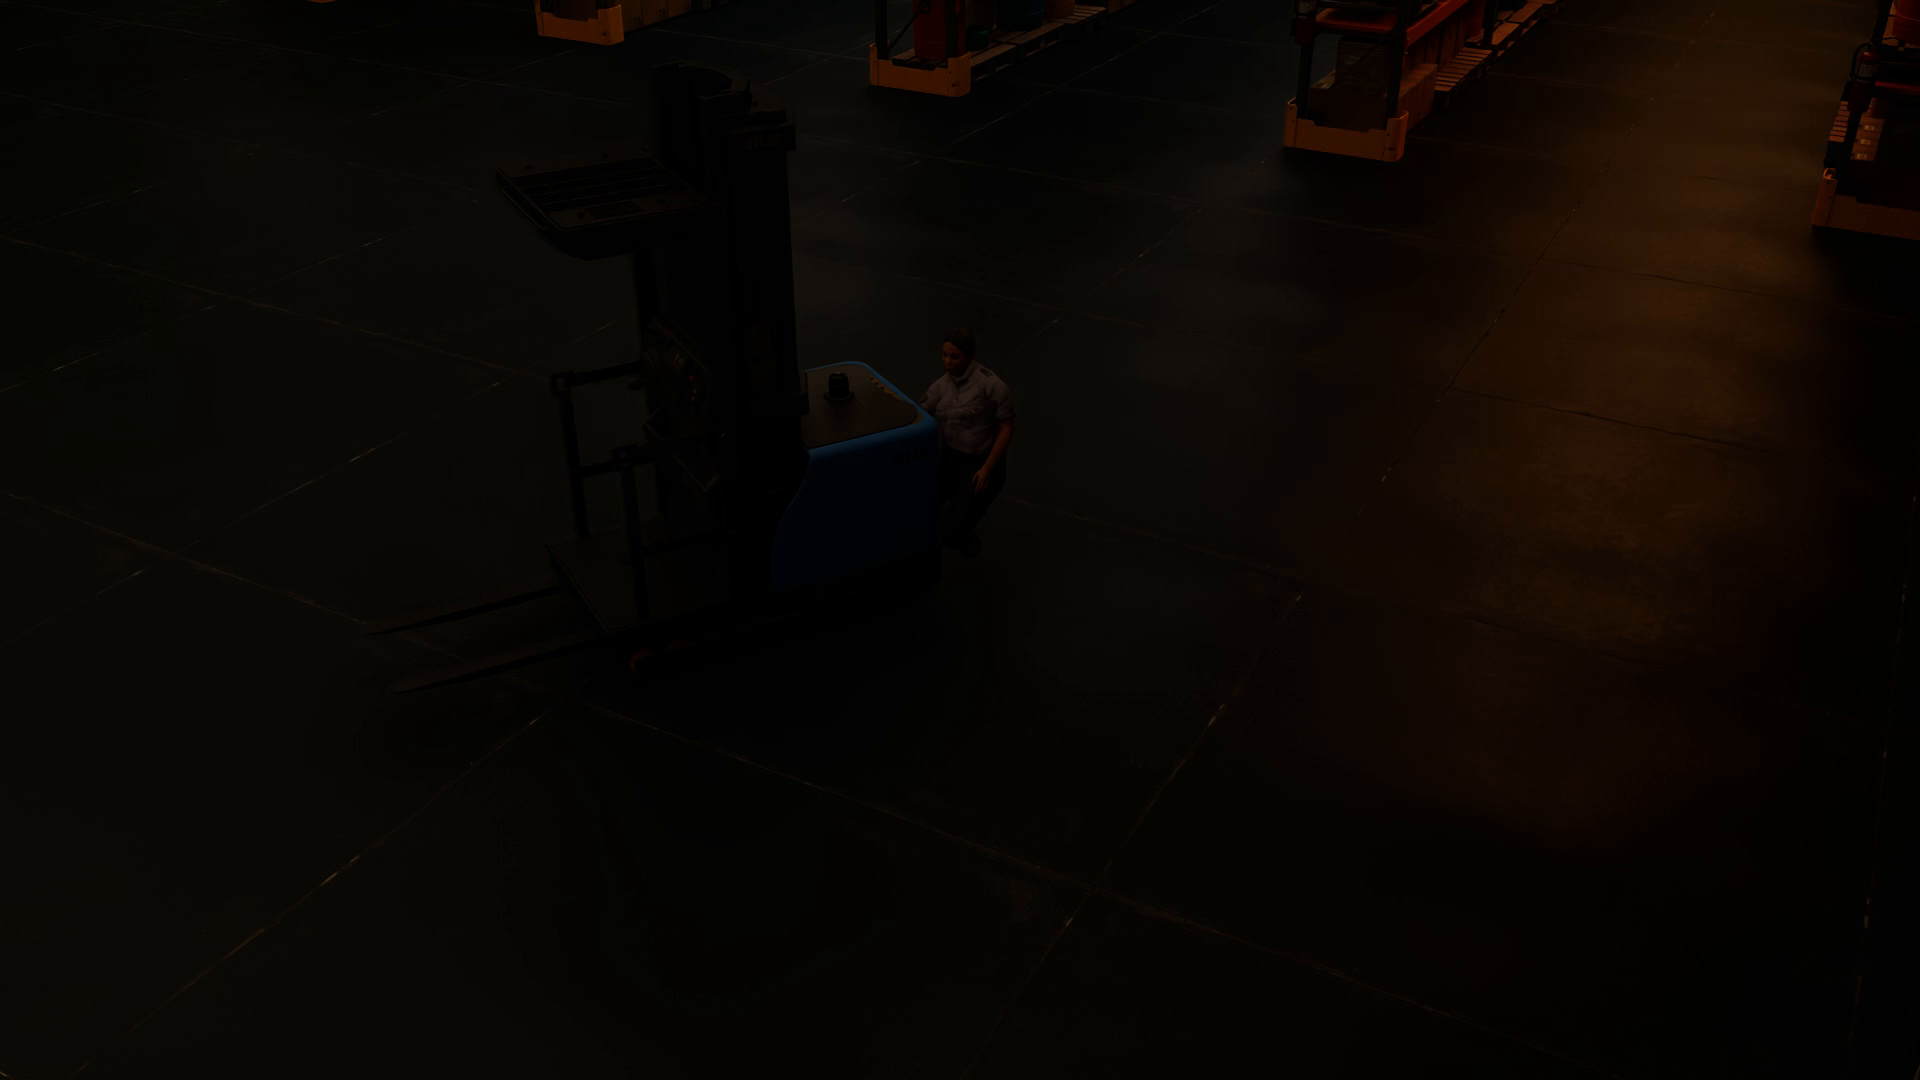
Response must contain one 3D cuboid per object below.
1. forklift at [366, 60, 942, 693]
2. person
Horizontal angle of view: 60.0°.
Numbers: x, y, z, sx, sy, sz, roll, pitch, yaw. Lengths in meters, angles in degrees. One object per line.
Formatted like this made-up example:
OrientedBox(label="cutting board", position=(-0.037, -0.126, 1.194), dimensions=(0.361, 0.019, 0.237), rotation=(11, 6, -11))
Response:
OrientedBox(label="forklift", position=(-1.641, -0.834, 8.515), dimensions=(3.031, 2.935, 1.130), rotation=(-16, 33, -25))
OrientedBox(label="person", position=(-0.147, -0.407, 9.180), dimensions=(0.661, 1.536, 0.741), rotation=(-26, 39, -37))
